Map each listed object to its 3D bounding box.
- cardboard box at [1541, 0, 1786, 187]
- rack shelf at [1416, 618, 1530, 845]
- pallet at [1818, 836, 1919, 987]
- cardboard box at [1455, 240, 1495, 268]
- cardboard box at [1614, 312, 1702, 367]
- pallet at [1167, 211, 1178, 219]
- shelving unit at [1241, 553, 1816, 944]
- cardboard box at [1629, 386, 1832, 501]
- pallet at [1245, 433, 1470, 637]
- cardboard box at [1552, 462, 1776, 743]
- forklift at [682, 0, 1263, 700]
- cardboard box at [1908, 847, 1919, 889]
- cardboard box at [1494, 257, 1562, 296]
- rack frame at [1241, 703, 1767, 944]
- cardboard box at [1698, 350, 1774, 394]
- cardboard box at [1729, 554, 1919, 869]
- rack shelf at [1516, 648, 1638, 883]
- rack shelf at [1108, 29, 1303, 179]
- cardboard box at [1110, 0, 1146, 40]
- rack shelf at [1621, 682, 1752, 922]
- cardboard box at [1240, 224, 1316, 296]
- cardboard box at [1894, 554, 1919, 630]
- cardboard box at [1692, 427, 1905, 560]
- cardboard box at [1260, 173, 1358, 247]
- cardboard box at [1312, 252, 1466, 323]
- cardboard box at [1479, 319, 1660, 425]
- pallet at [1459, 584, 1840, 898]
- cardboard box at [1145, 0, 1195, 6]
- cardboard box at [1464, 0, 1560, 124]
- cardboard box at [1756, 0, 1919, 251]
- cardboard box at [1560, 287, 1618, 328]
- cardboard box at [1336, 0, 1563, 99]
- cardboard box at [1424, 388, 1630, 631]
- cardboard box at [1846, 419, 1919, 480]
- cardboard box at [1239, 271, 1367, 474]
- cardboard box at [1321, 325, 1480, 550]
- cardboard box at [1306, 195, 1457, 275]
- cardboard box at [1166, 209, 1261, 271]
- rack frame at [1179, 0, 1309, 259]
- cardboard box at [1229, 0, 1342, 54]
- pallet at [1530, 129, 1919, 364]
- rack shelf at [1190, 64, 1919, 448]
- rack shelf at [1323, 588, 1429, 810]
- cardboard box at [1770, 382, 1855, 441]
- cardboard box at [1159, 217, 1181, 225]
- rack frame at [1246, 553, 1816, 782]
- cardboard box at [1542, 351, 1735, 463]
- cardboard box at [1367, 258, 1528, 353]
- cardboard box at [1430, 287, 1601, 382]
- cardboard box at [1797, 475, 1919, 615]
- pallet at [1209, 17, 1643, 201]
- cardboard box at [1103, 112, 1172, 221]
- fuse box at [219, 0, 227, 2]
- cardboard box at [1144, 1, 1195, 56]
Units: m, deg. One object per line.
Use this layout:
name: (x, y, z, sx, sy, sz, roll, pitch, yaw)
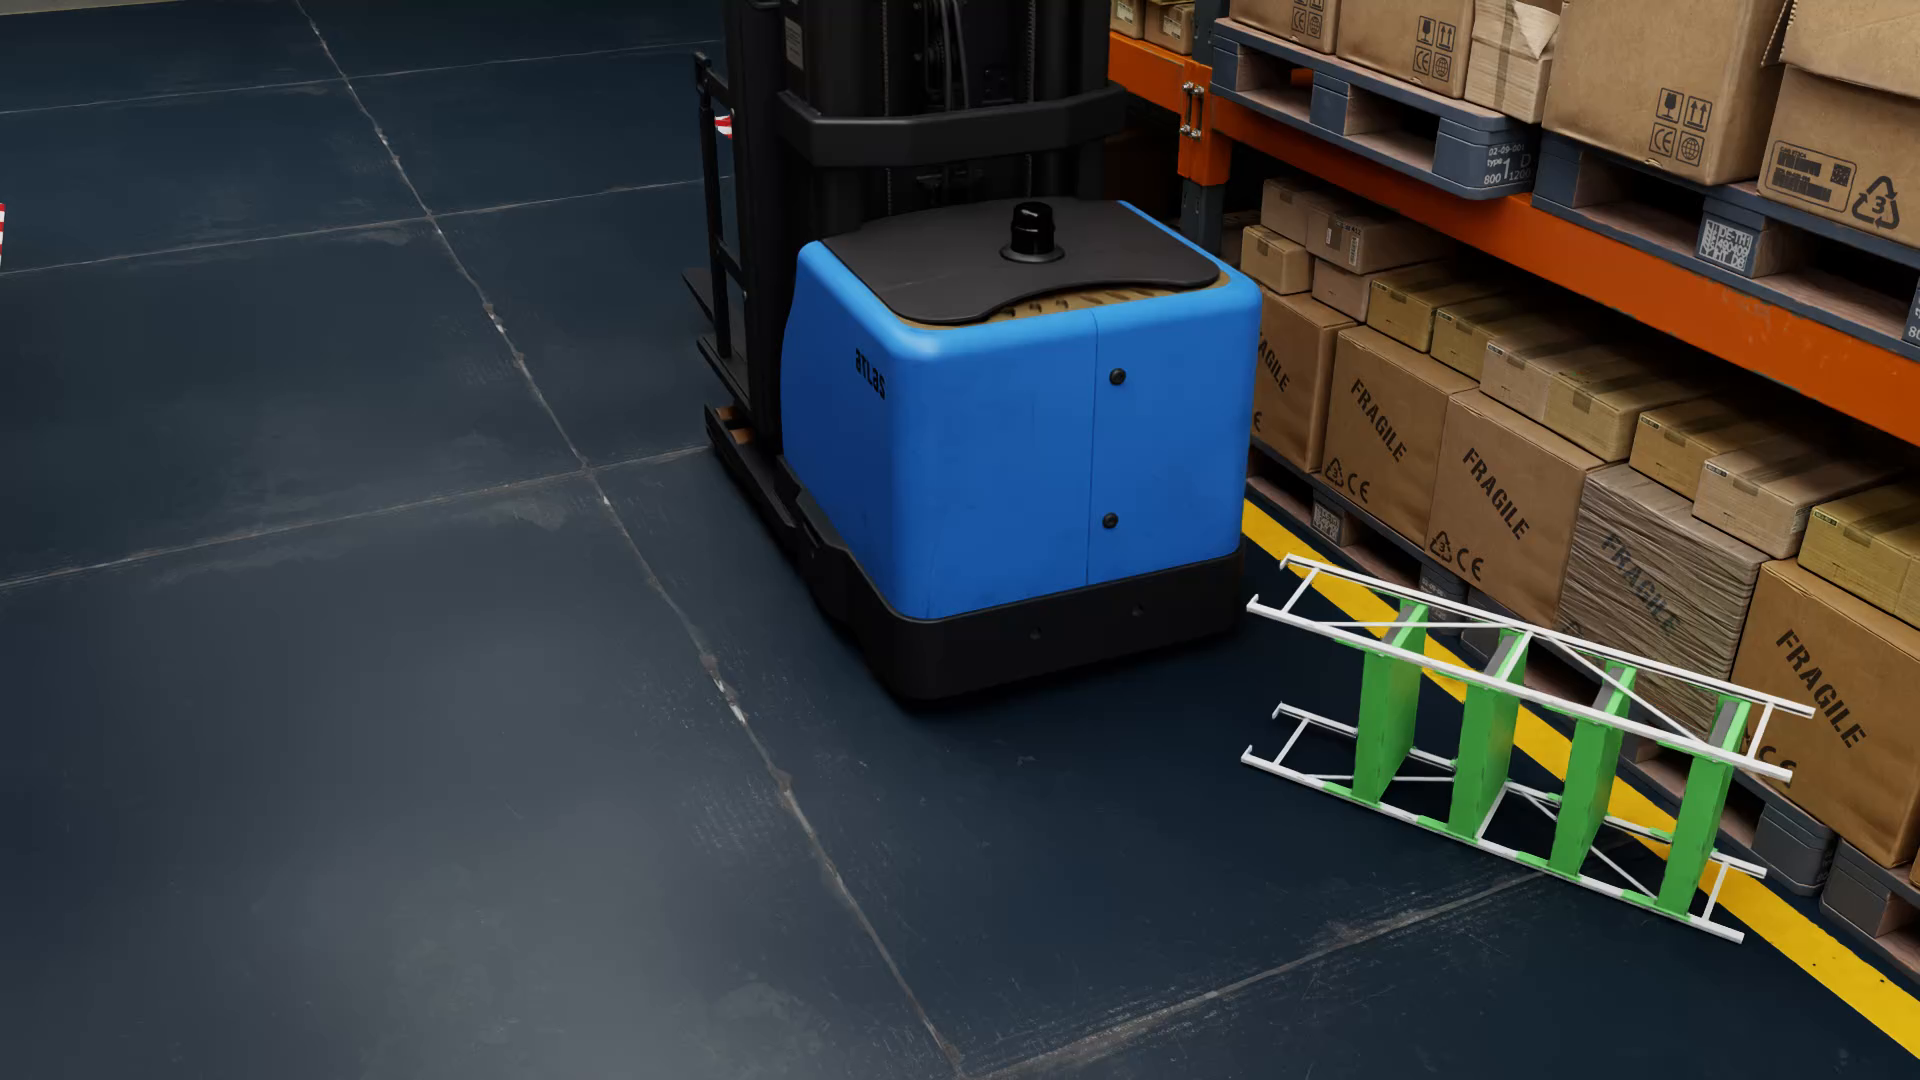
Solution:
cardboard box: (1.769, -1.138, 3.681, 0.700, 0.500, 0.500, -13, 32, -22)
rack shelf: (1.209, 0.443, 3.904, 0.148, 0.480, 0.258, 18, 41, 29)
pallet: (2.635, 0.898, 3.432, 1.003, 0.211, 1.213, -13, 32, -22)
cardboard box: (1.741, -0.906, 5.262, 0.380, 0.149, 0.250, -13, 32, -22)
cardboard box: (2.056, -0.560, 4.645, 0.380, 0.149, 0.250, -12, 32, -21)
pallet: (0.383, -1.374, 7.485, 1.003, 0.211, 1.213, -13, 32, -22)
shelving unit: (1.262, 0.460, 3.874, 1.200, 0.503, 0.258, 18, 41, 29)
cardboard box: (1.878, -0.232, 4.060, 0.380, 0.149, 0.250, -13, 32, -22)
pallet: (1.588, -0.180, 5.355, 1.003, 0.211, 1.213, -13, 32, -22)
cardboard box: (1.874, 0.106, 4.121, 0.500, 0.500, 0.500, -14, 32, -24)
forklift: (-0.238, -1.563, 5.040, 1.130, 2.935, 3.031, -11, 31, -19)
cardboard box: (2.341, 0.562, 3.308, 0.500, 0.500, 0.500, -14, 32, -23)
cardboard box: (1.853, -0.800, 5.074, 0.380, 0.149, 0.250, -13, 32, -21)
rack frame: (1.280, 0.658, 4.015, 1.200, 0.015, 0.240, 18, 41, 29)
cardboard box: (2.217, -0.458, 4.464, 0.380, 0.149, 0.250, -13, 32, -21)
cardboard box: (2.114, 0.331, 3.719, 0.500, 0.500, 0.500, -12, 31, -20)
rack shelf: (1.409, 0.508, 3.789, 0.148, 0.480, 0.258, 18, 41, 29)
rack shelf: (0.346, -2.317, 7.051, 1.077, 0.370, 4.000, -13, 32, -22)
cardboard box: (0.708, -1.836, 5.714, 0.380, 0.149, 0.250, -12, 32, -21)
rack shelf: (1.609, 0.573, 3.674, 0.148, 0.480, 0.258, 18, 41, 29)
cardboard box: (1.118, -0.909, 5.267, 0.380, 0.149, 0.250, -12, 31, -20)
cardboard box: (2.190, 0.113, 3.445, 0.380, 0.149, 0.250, -12, 31, -21)
cardboard box: (1.937, -0.113, 3.847, 0.380, 0.149, 0.250, -15, 32, -24)
cardboard box: (1.173, -1.051, 5.217, 0.380, 0.149, 0.250, -14, 32, -23)
cardboard box: (1.307, -0.803, 5.078, 0.380, 0.149, 0.250, -14, 32, -23)
cardboard box: (1.631, -0.455, 4.458, 0.380, 0.149, 0.250, -13, 32, -22)
pallet: (2.116, 0.360, 4.392, 1.003, 0.211, 1.213, -13, 32, -22)
cardboard box: (0.766, -1.985, 5.573, 0.500, 0.250, 0.500, -12, 32, -21)
cardboard box: (1.454, -1.178, 3.991, 0.396, 0.266, 0.258, -12, 31, -20)
cardboard box: (2.054, -0.891, 3.237, 0.797, 0.503, 0.637, -14, 32, -23)
cardboard box: (1.987, -0.693, 4.882, 0.380, 0.149, 0.250, -15, 32, -24)
cardboard box: (1.433, -1.485, 4.299, 0.700, 0.500, 0.500, -13, 32, -21)
cardboard box: (1.657, -0.125, 4.532, 0.500, 0.500, 0.500, -14, 32, -23)
cardboard box: (2.376, -0.212, 4.024, 0.380, 0.149, 0.250, -13, 32, -22)
cardboard box: (1.209, -0.579, 5.343, 0.500, 0.500, 0.500, -12, 31, -20)
cardboard box: (1.446, -0.346, 4.927, 0.500, 0.500, 0.500, -14, 32, -23)
cardboard box: (1.273, -0.934, 5.007, 0.380, 0.149, 0.250, -15, 32, -24)
cardboard box: (1.134, -1.099, 6.463, 0.500, 0.311, 0.500, -12, 31, -20)
rack frame: (1.205, -1.747, 5.299, 1.000, 3.000, 0.127, -13, 32, -22)
cardboard box: (1.210, -1.713, 4.707, 0.700, 0.500, 0.500, -12, 32, -21)
pallet: (2.083, -0.755, 3.725, 1.003, 0.211, 1.213, -13, 32, -22)
rack shelf: (2.063, -0.550, 3.900, 1.077, 0.370, 4.000, -13, 32, -22)
rack shelf: (1.009, 0.378, 4.020, 0.148, 0.480, 0.258, 18, 41, 29)
cardboard box: (2.298, -0.340, 4.253, 0.380, 0.149, 0.250, -14, 32, -24)
cardboard box: (0.948, -1.220, 6.844, 0.380, 0.149, 0.250, -14, 32, -23)
rack frame: (1.245, 0.262, 3.732, 1.200, 0.015, 0.240, 18, 41, 29)
cardboard box: (1.735, -0.345, 4.262, 0.380, 0.149, 0.250, -12, 31, -20)
cardboard box: (1.428, -0.692, 4.880, 0.380, 0.149, 0.250, -15, 33, -25)
cardboard box: (1.557, -0.573, 4.669, 0.380, 0.149, 0.250, -14, 32, -23)
cardboard box: (2.083, 0.003, 3.641, 0.380, 0.149, 0.250, -14, 32, -23)
pallet: (1.449, -1.288, 4.676, 1.003, 0.211, 1.213, -13, 32, -22)
cardboard box: (0.442, -1.473, 6.936, 0.700, 0.500, 0.500, -14, 32, -24)
fuse box: (-5.476, -4.771, 12.009, 0.539, 1.711, 0.414, -13, 32, -22)
cardboard box: (0.840, -1.726, 5.517, 0.380, 0.149, 0.250, -13, 32, -21)
